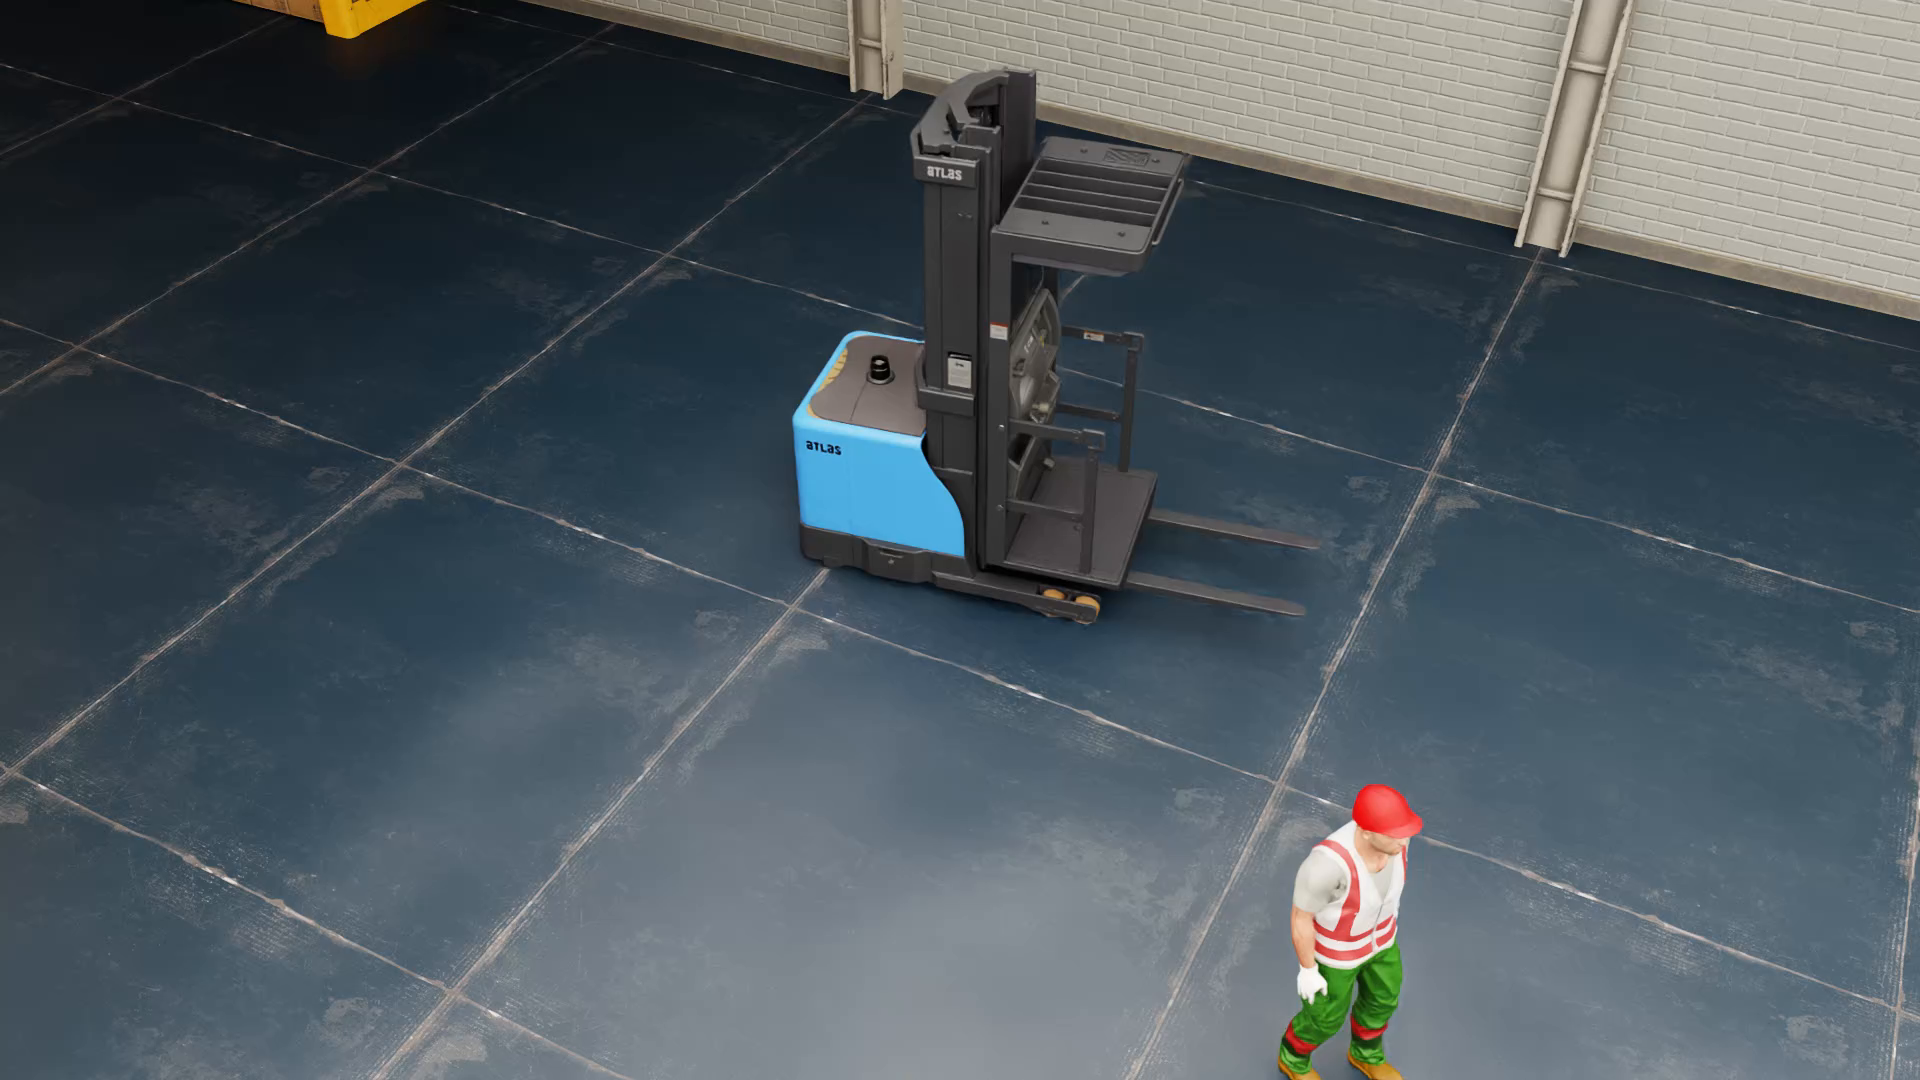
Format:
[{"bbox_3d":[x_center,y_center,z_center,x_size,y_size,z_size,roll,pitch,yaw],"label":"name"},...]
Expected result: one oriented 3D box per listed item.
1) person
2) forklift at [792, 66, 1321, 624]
[{"bbox_3d":[1.656,1.715,6.871,0.630,1.814,0.506,-23,45,-25],"label":"person"},{"bbox_3d":[0.603,-1.015,9.192,3.031,2.935,1.130,11,41,13],"label":"forklift"}]
